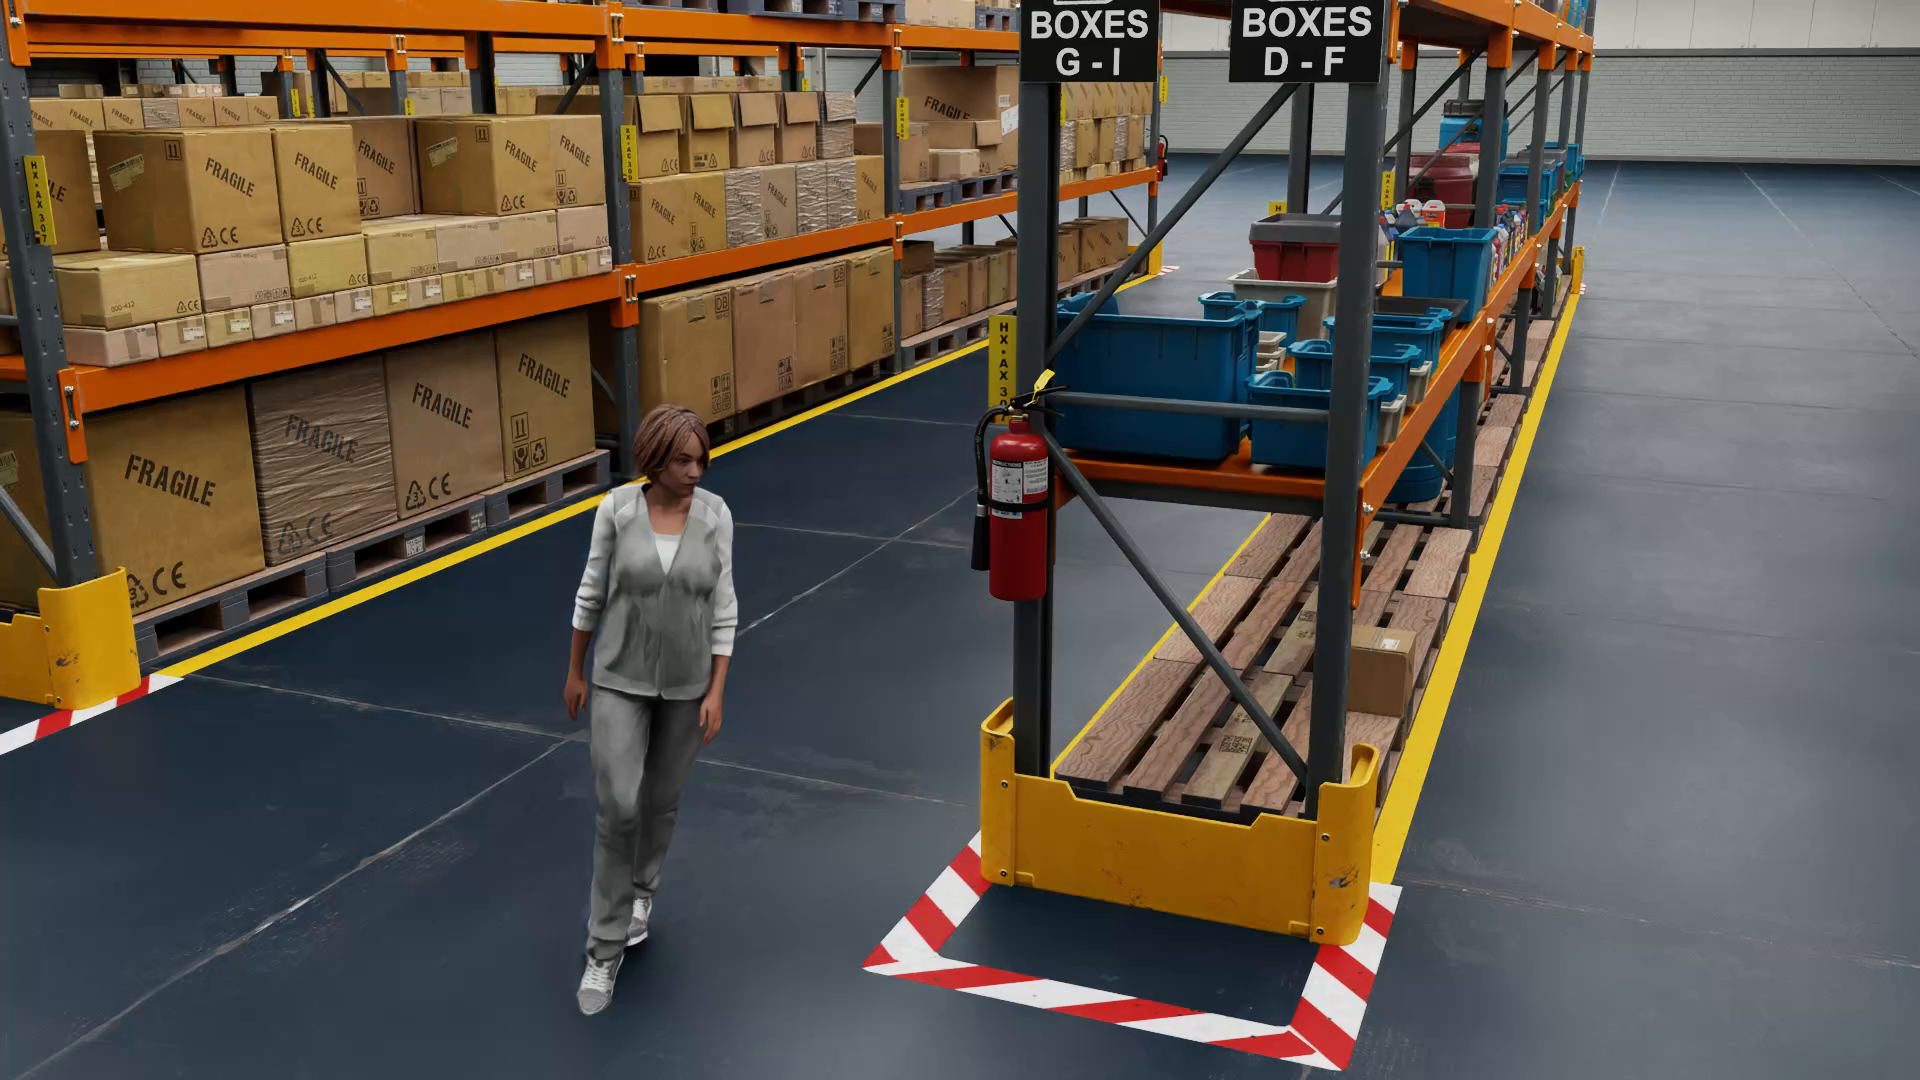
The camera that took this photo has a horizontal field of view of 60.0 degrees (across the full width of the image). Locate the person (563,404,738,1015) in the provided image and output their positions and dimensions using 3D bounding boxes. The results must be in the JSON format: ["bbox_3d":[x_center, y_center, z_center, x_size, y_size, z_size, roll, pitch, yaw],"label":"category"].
[{"bbox_3d":[-0.856,0.439,4.554,0.509,1.630,0.538,-5,16,-16],"label":"person"}]
